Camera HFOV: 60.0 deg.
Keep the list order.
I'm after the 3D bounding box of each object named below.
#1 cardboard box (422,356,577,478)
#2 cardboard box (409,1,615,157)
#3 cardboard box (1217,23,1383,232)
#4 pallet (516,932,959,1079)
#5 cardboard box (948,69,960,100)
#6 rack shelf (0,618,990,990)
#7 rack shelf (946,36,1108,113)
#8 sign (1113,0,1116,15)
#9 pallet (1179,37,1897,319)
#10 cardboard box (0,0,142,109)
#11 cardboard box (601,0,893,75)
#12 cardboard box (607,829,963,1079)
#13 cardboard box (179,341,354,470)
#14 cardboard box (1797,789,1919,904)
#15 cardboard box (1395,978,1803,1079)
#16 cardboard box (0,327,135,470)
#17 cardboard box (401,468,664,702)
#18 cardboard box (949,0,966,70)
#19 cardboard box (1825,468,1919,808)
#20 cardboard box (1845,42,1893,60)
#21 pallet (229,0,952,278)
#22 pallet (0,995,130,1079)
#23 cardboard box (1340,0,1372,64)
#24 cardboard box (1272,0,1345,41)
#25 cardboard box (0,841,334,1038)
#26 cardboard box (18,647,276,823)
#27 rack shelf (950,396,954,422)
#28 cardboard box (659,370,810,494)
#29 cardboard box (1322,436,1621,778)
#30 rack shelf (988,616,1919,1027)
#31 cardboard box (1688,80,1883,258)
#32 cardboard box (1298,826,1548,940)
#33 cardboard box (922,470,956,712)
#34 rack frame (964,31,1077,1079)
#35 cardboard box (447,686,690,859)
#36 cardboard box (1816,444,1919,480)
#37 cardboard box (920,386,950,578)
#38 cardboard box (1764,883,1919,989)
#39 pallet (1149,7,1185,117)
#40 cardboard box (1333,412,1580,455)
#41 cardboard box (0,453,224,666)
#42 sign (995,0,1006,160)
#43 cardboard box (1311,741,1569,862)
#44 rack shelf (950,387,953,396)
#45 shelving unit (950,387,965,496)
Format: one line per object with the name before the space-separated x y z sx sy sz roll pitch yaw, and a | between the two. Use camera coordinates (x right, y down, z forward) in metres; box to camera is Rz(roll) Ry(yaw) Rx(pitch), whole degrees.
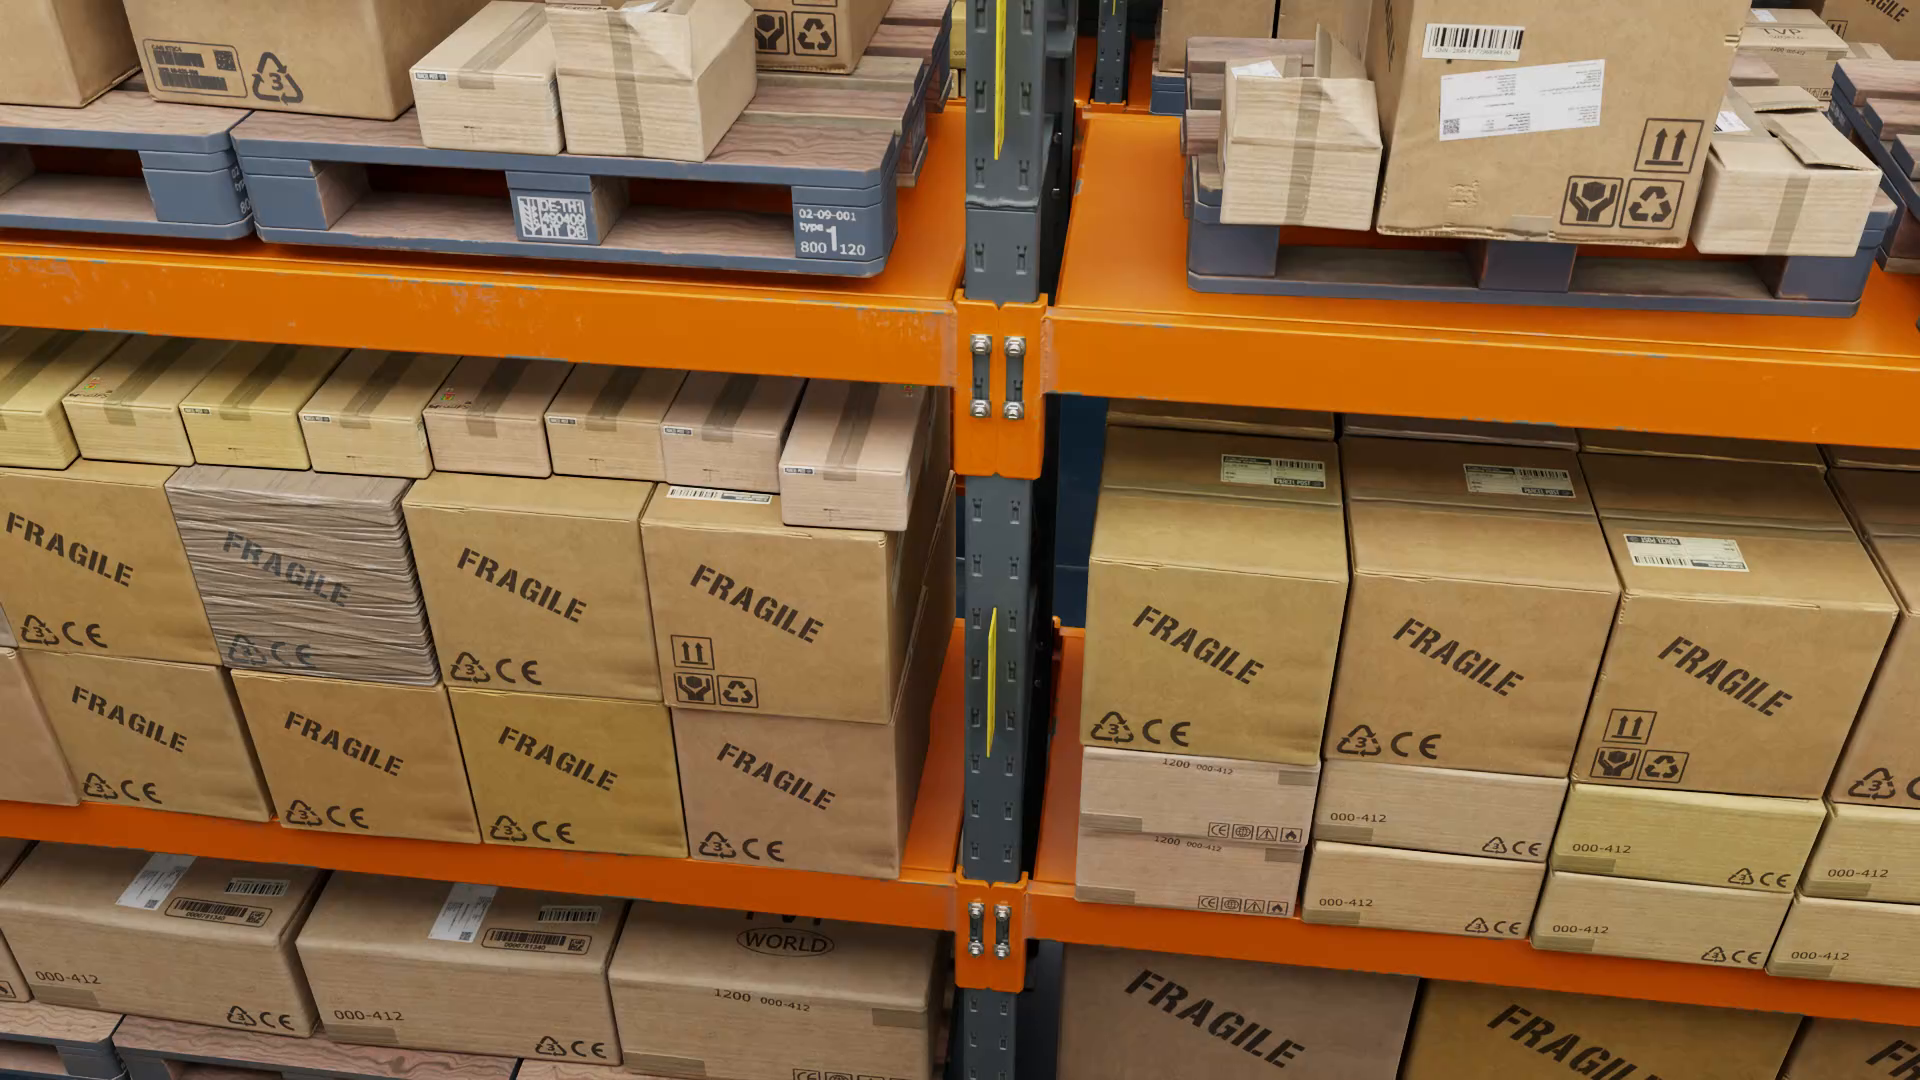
cardboard box | -0.958 -0.304 3.589 0.250 0.149 0.380 4 36 6
cardboard box | -0.802 -0.851 3.047 0.250 0.149 0.380 5 36 7
cardboard box | 0.586 -0.737 2.872 0.258 0.266 0.396 4 36 6
pallet | -0.610 1.395 5.113 1.213 0.211 1.003 4 36 6
cardboard box | -0.107 -2.286 8.088 0.250 0.149 0.380 5 36 7
rack shelf | -1.849 0.507 4.577 4.000 0.370 1.077 4 36 6
rack shelf | -1.220 -2.354 8.585 4.000 0.370 1.077 4 36 6
sign | 0.702 -2.538 7.478 0.005 0.325 0.100 4 36 6
pallet | 1.050 -0.742 3.290 1.217 0.209 0.805 3 36 4
cardboard box | -1.852 -1.172 3.194 0.500 0.500 0.500 5 36 7
cardboard box | -0.422 -1.276 3.340 0.500 0.500 0.500 5 36 7
cardboard box | -0.474 1.125 4.935 0.875 0.438 0.875 4 36 5
cardboard box | -1.471 -0.320 3.612 0.250 0.149 0.380 4 36 5
cardboard box | 2.055 0.526 3.630 0.500 0.250 0.500 3 36 5
cardboard box | 1.657 1.118 4.569 0.875 0.875 0.875 5 36 7
cardboard box | -1.983 -0.321 3.613 0.250 0.149 0.380 3 36 5
cardboard box | -0.871 -0.004 3.727 0.500 0.500 0.500 4 36 5
cardboard box | 0.227 -2.456 7.982 0.500 0.250 0.500 5 36 7
cardboard box | 2.053 0.207 3.431 0.500 0.500 0.500 4 36 5
cardboard box | 4.030 -2.099 7.463 0.250 0.149 0.380 5 36 7
pallet | -0.675 -0.890 3.409 1.213 0.211 1.003 4 36 6
pallet | -3.030 1.215 5.366 1.213 0.211 1.003 4 36 6
cardboard box | 1.036 -1.050 3.272 0.500 0.311 0.500 4 36 6
cardboard box | 1.728 -2.507 7.733 0.500 0.500 0.700 5 36 6
cardboard box | -2.257 0.992 5.122 0.875 0.438 0.875 5 36 7
cardboard box | -1.887 0.323 4.129 0.500 0.500 0.500 5 36 8
rack shelf | 0.014 -0.549 6.856 0.180 0.103 0.258 4 36 6
cardboard box | -0.459 -0.271 3.543 0.250 0.149 0.380 5 36 7
cardboard box | 1.043 0.134 3.533 0.500 0.500 0.500 4 36 6
rack shelf | 2.118 0.803 4.163 4.000 0.370 1.077 4 36 6
cardboard box | 1.345 -0.640 2.822 0.250 0.166 0.380 2 36 3
cardboard box | 1.051 0.645 3.893 0.500 0.250 0.500 3 36 5
cardboard box | -0.297 0.135 4.392 0.500 0.500 0.500 5 36 7
rack frame | 0.135 0.362 4.161 0.127 3.000 1.000 4 36 6
cardboard box | -0.869 0.399 4.023 0.500 0.500 0.500 3 36 5
cardboard box | 2.140 -0.085 3.840 0.500 0.500 0.500 5 36 7
cardboard box | -0.307 -0.261 4.086 0.500 0.500 0.500 4 36 6
cardboard box | 2.052 0.734 3.768 0.500 0.250 0.500 4 36 5
pallet | 1.542 -2.298 8.054 1.213 0.211 1.003 4 36 6
cardboard box | 1.124 -0.164 3.950 0.500 0.500 0.500 5 36 7
cardboard box | -1.873 -0.078 3.831 0.500 0.500 0.500 4 36 6
sign | 0.066 -0.782 2.668 0.005 0.325 0.100 4 36 6
cardboard box | 1.056 0.437 3.755 0.500 0.250 0.500 5 36 7
rack shelf | 0.014 -0.646 6.786 0.180 0.103 0.258 4 36 6
shelving unit | 0.014 -0.487 6.900 0.189 1.200 0.258 4 36 6
